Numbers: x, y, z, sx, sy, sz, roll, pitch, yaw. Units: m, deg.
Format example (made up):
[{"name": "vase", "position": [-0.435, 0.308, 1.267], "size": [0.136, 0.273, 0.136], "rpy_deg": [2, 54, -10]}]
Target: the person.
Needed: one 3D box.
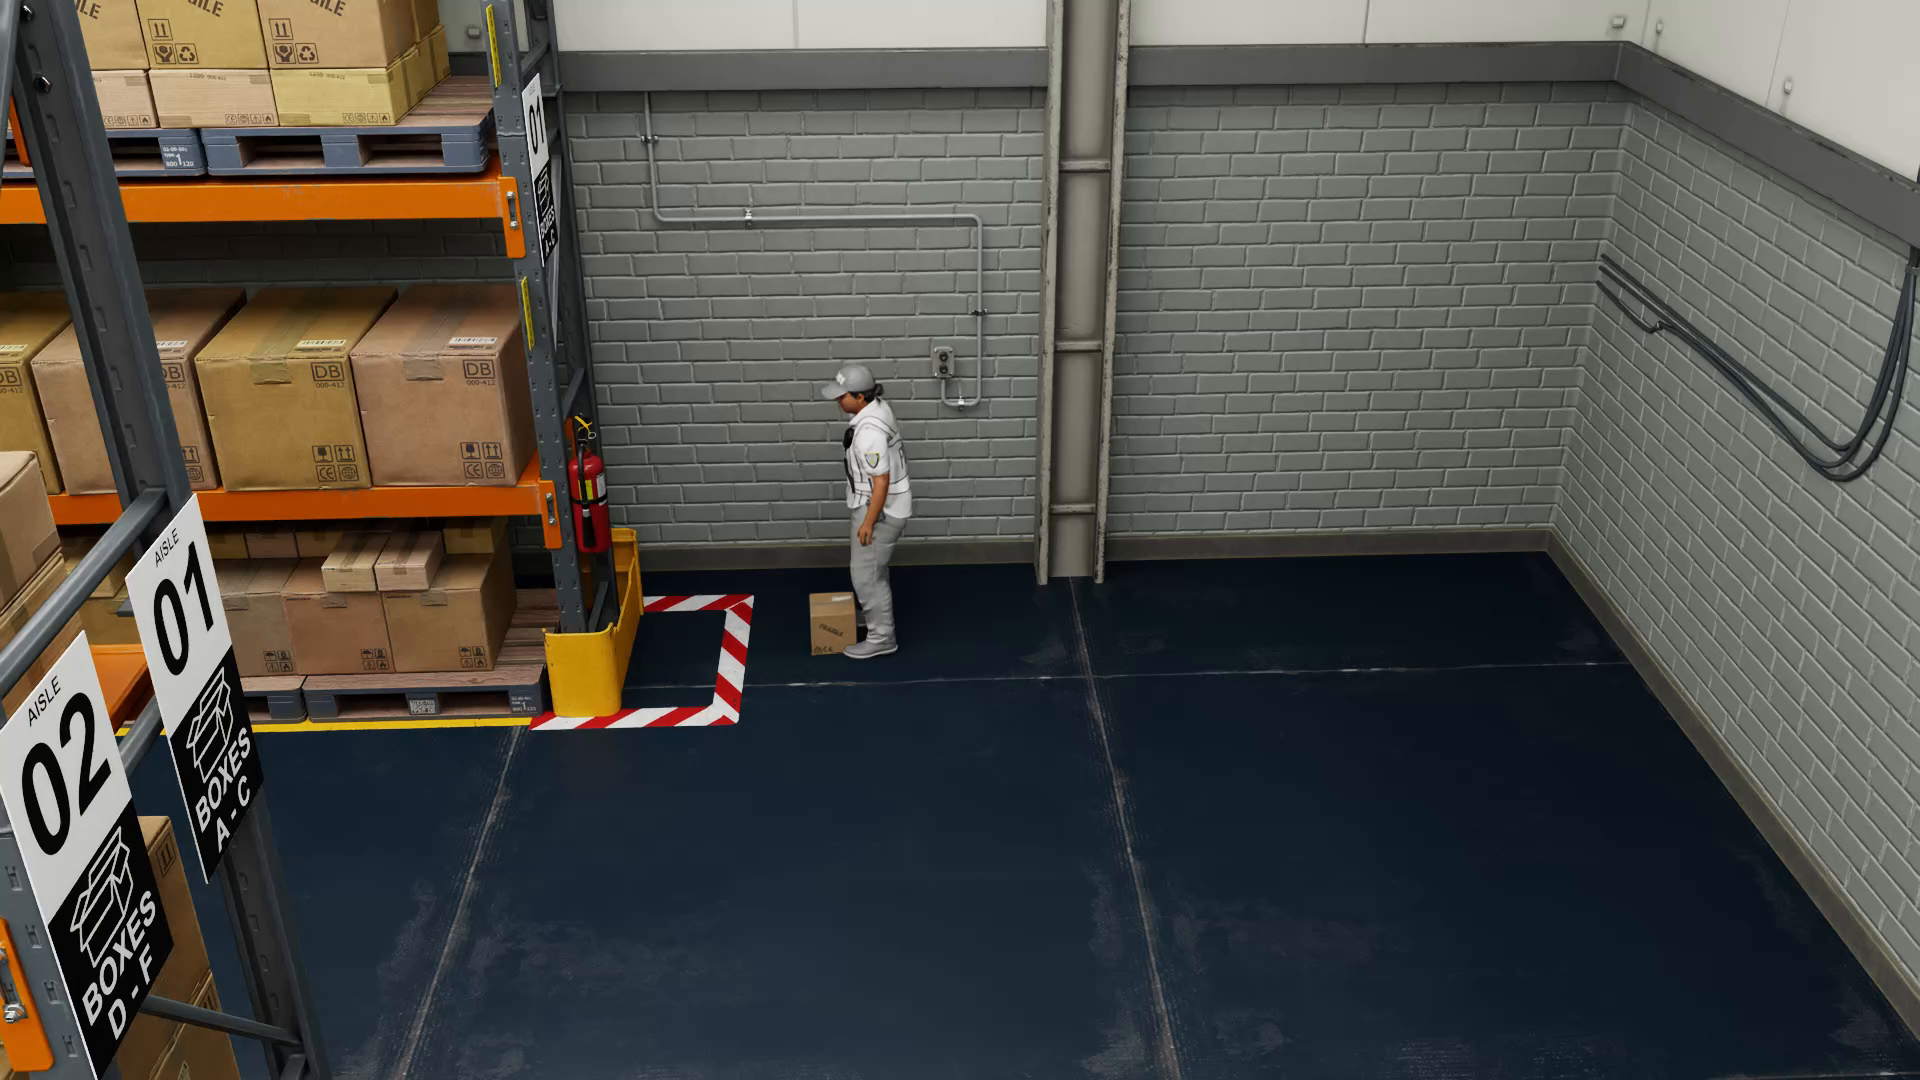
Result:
[{"name": "person", "position": [-0.491, -0.177, 8.950], "size": [0.463, 1.666, 0.539], "rpy_deg": [-2, 28, -4]}]
